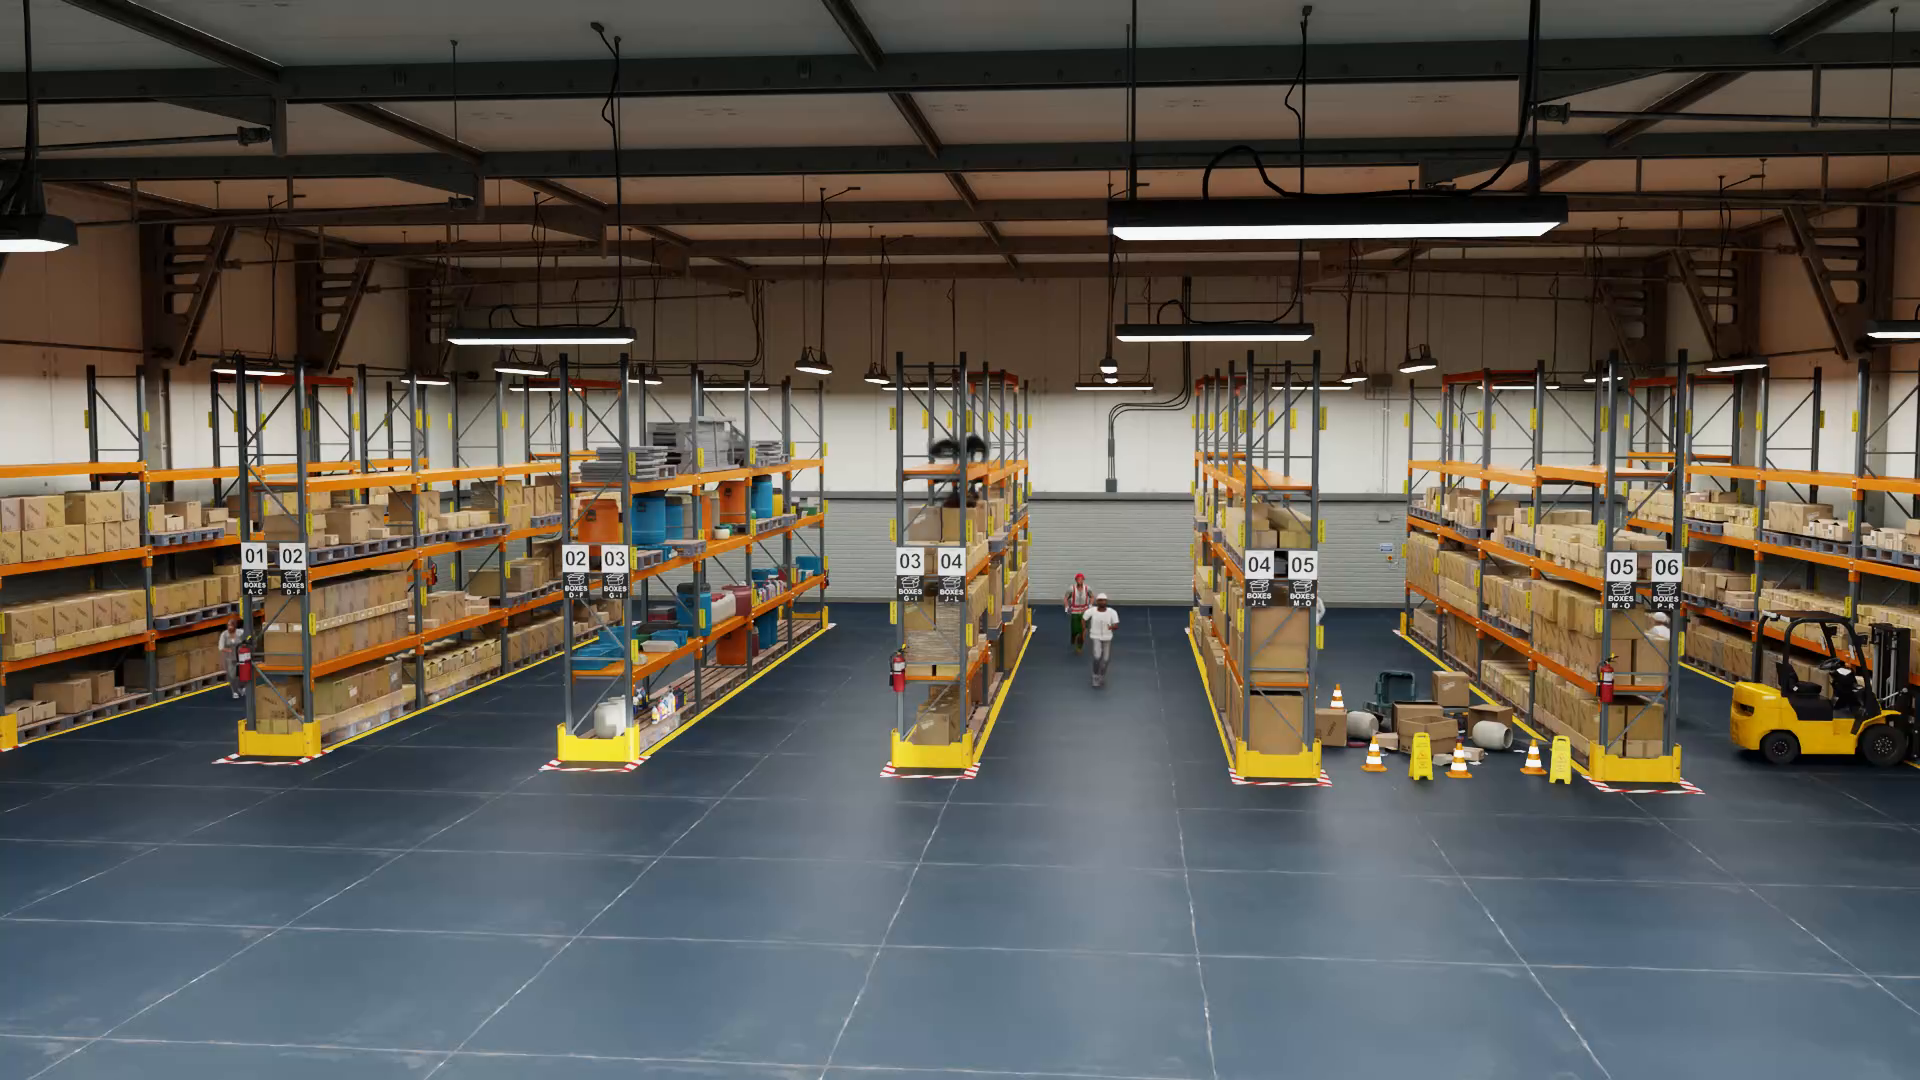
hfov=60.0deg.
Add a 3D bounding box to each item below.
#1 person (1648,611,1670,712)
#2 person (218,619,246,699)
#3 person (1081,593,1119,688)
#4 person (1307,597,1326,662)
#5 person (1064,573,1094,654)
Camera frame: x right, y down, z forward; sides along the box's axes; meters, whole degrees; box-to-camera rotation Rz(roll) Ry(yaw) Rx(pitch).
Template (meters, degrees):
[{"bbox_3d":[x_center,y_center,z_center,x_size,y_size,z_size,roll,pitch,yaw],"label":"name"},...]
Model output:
[{"bbox_3d":[12.052,2.100,28.590,0.620,1.721,0.947,0,4,-2],"label":"person"},{"bbox_3d":[-13.002,2.136,29.833,0.544,1.495,0.800,-2,4,-21],"label":"person"},{"bbox_3d":[2.667,1.893,31.404,0.673,1.789,0.725,0,4,-5],"label":"person"},{"bbox_3d":[7.283,1.751,34.460,0.611,1.643,0.557,0,4,1],"label":"person"},{"bbox_3d":[2.597,1.578,36.197,0.675,1.734,0.676,0,4,-5],"label":"person"}]
